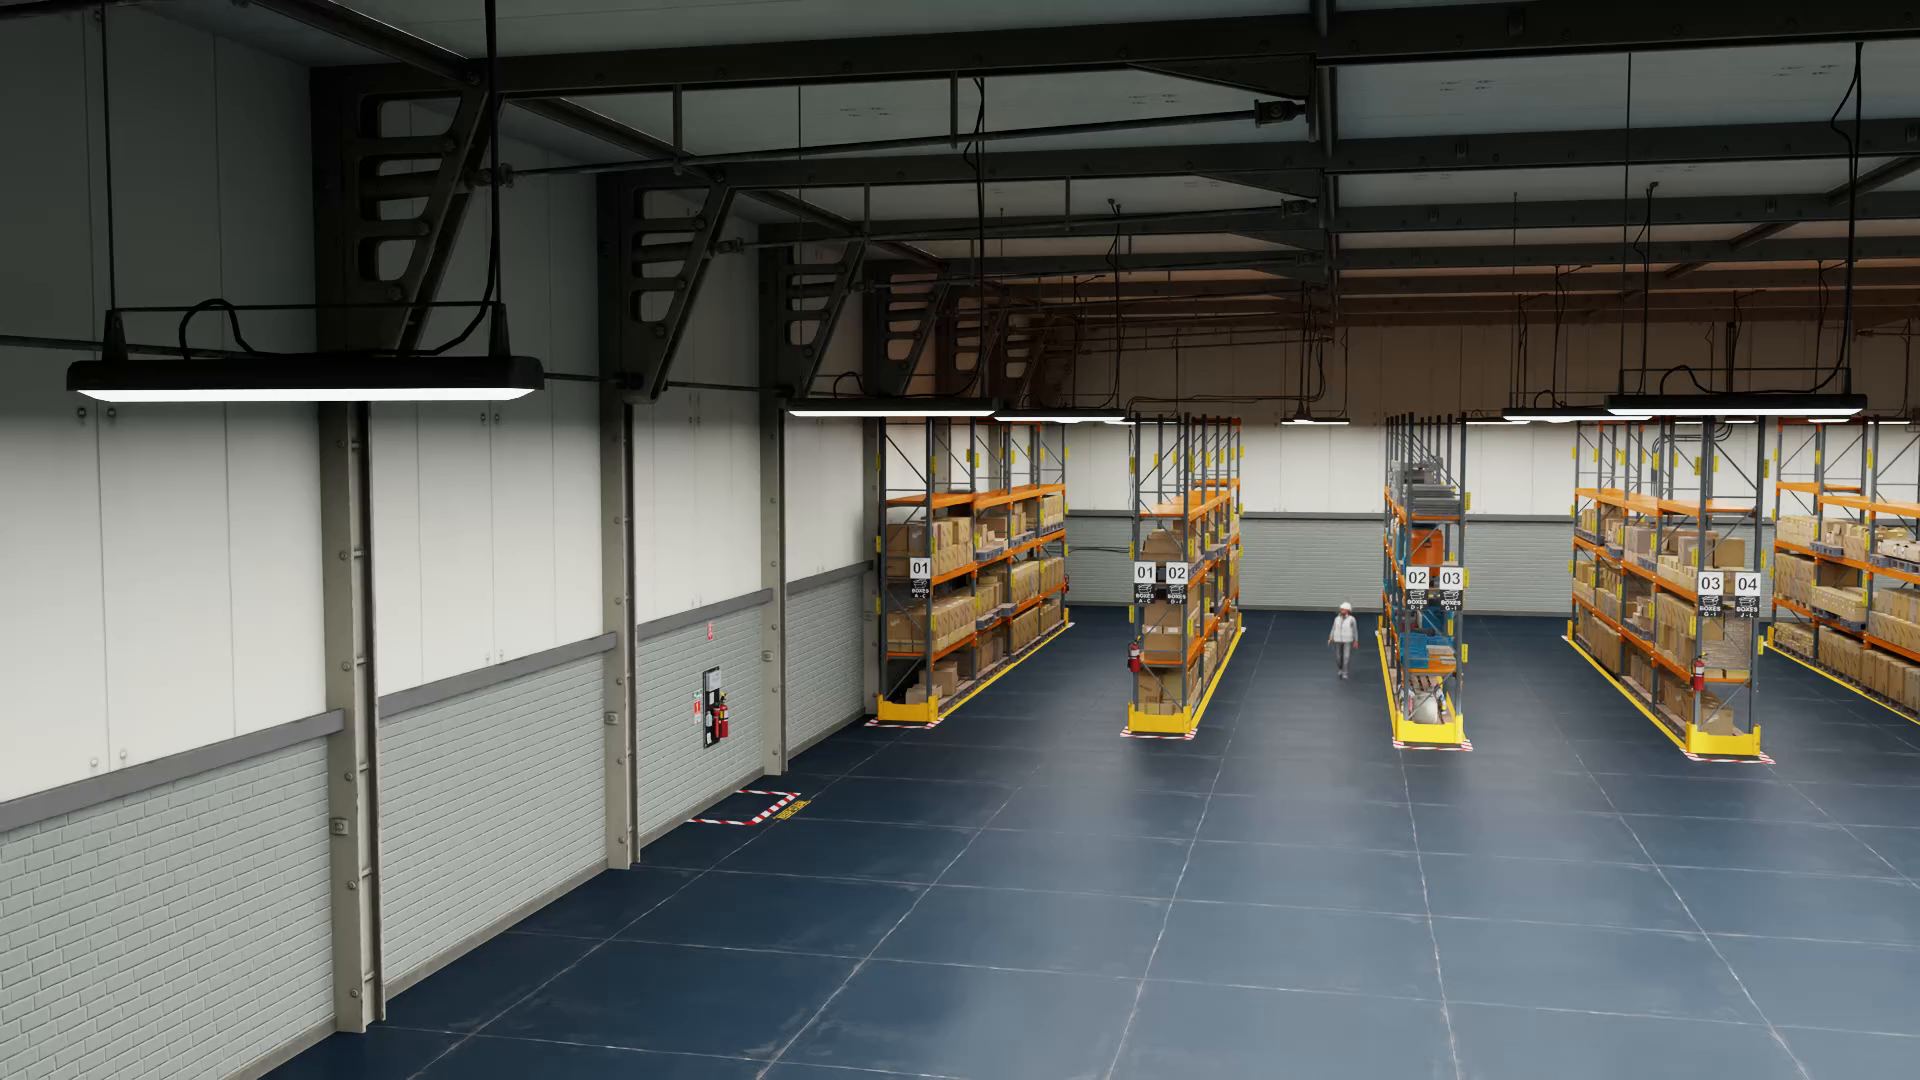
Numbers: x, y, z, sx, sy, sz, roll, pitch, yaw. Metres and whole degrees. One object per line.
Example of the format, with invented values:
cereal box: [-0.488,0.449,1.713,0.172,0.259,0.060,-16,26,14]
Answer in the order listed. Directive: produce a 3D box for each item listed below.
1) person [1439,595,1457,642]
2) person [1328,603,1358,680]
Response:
person: [13.187,1.832,44.695,0.610,1.778,0.580,-1,4,-20]
person: [8.723,2.293,37.859,0.659,1.729,1.026,2,4,23]
